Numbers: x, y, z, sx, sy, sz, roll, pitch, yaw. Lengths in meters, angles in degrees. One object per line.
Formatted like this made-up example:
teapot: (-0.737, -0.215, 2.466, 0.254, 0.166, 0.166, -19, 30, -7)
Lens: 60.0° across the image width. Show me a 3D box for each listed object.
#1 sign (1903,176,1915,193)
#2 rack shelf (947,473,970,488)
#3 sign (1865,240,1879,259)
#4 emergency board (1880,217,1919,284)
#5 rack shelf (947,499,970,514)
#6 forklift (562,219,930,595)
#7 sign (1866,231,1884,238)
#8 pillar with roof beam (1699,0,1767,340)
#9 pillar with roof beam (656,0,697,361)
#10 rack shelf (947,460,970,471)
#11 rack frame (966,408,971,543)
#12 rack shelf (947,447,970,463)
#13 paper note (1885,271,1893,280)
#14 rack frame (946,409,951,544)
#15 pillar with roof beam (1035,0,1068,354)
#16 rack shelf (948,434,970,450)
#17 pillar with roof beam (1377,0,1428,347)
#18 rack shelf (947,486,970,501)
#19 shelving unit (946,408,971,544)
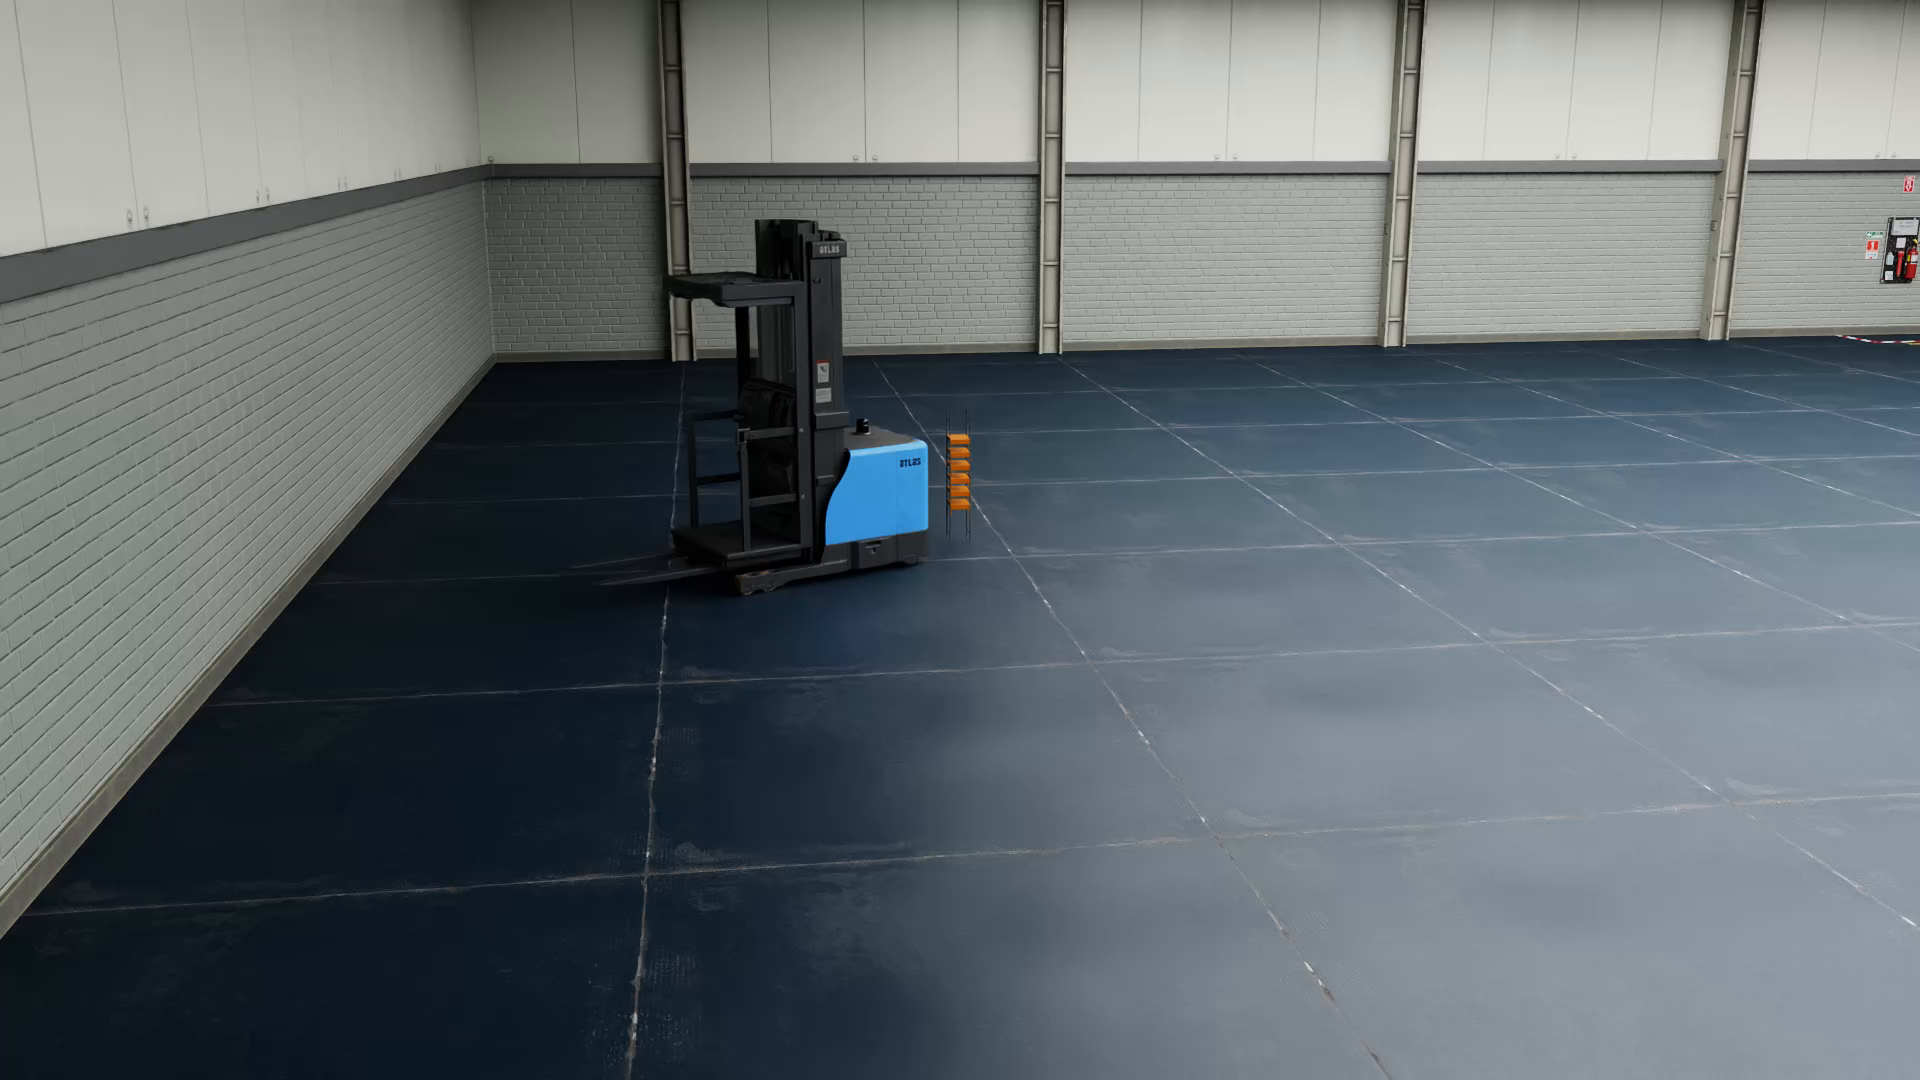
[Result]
sign: (16.808, -6.303, 29.452, 0.199, 0.298, 0.001, -2, 14, -8)
rack shelf: (-0.014, -0.538, 15.113, 0.180, 0.103, 0.258, -2, 14, -8)
sign: (16.268, -5.177, 29.654, 0.234, 0.329, 0.001, -2, 14, -8)
emergency board: (16.831, -5.155, 29.639, 0.643, 1.169, 0.194, -2, 14, -8)
rack shelf: (-0.014, -0.306, 15.171, 0.180, 0.103, 0.258, -2, 14, -8)
forklift: (-1.775, -1.121, 13.693, 3.031, 2.935, 1.130, -9, 17, -32)
sign: (16.274, -5.432, 29.582, 0.331, 0.109, 0.001, -2, 14, -8)
pillar with roof beam: (13.988, -6.892, 24.234, 0.400, 9.000, 9.100, -2, 14, -8)
pillar with roof beam: (-3.811, -6.240, 21.633, 0.400, 9.000, 9.100, -2, 14, -8)
rack shelf: (-0.014, -0.655, 15.084, 0.180, 0.103, 0.258, -2, 14, -8)
rack frame: (0.076, -0.585, 15.115, 0.006, 1.200, 0.240, -2, 14, -8)
rack shelf: (-0.014, -0.771, 15.054, 0.180, 0.103, 0.258, -2, 14, -8)
paper note: (16.645, -4.738, 29.787, 0.142, 0.148, 0.016, -2, 14, -8)
rack frame: (-0.105, -0.578, 15.089, 0.006, 1.200, 0.240, -2, 14, -8)
pillar with roof beam: (2.122, -6.458, 22.500, 0.400, 9.000, 9.100, -2, 14, -8)
rack shelf: (-0.014, -0.888, 15.025, 0.180, 0.103, 0.258, -2, 14, -8)
pillar with roof beam: (8.055, -6.675, 23.367, 0.400, 9.000, 9.100, -2, 14, -8)
rack shelf: (-0.014, -0.422, 15.142, 0.180, 0.103, 0.258, -2, 14, -8)
shelving unit: (-0.014, -0.581, 15.102, 0.189, 1.200, 0.258, -2, 14, -8)
